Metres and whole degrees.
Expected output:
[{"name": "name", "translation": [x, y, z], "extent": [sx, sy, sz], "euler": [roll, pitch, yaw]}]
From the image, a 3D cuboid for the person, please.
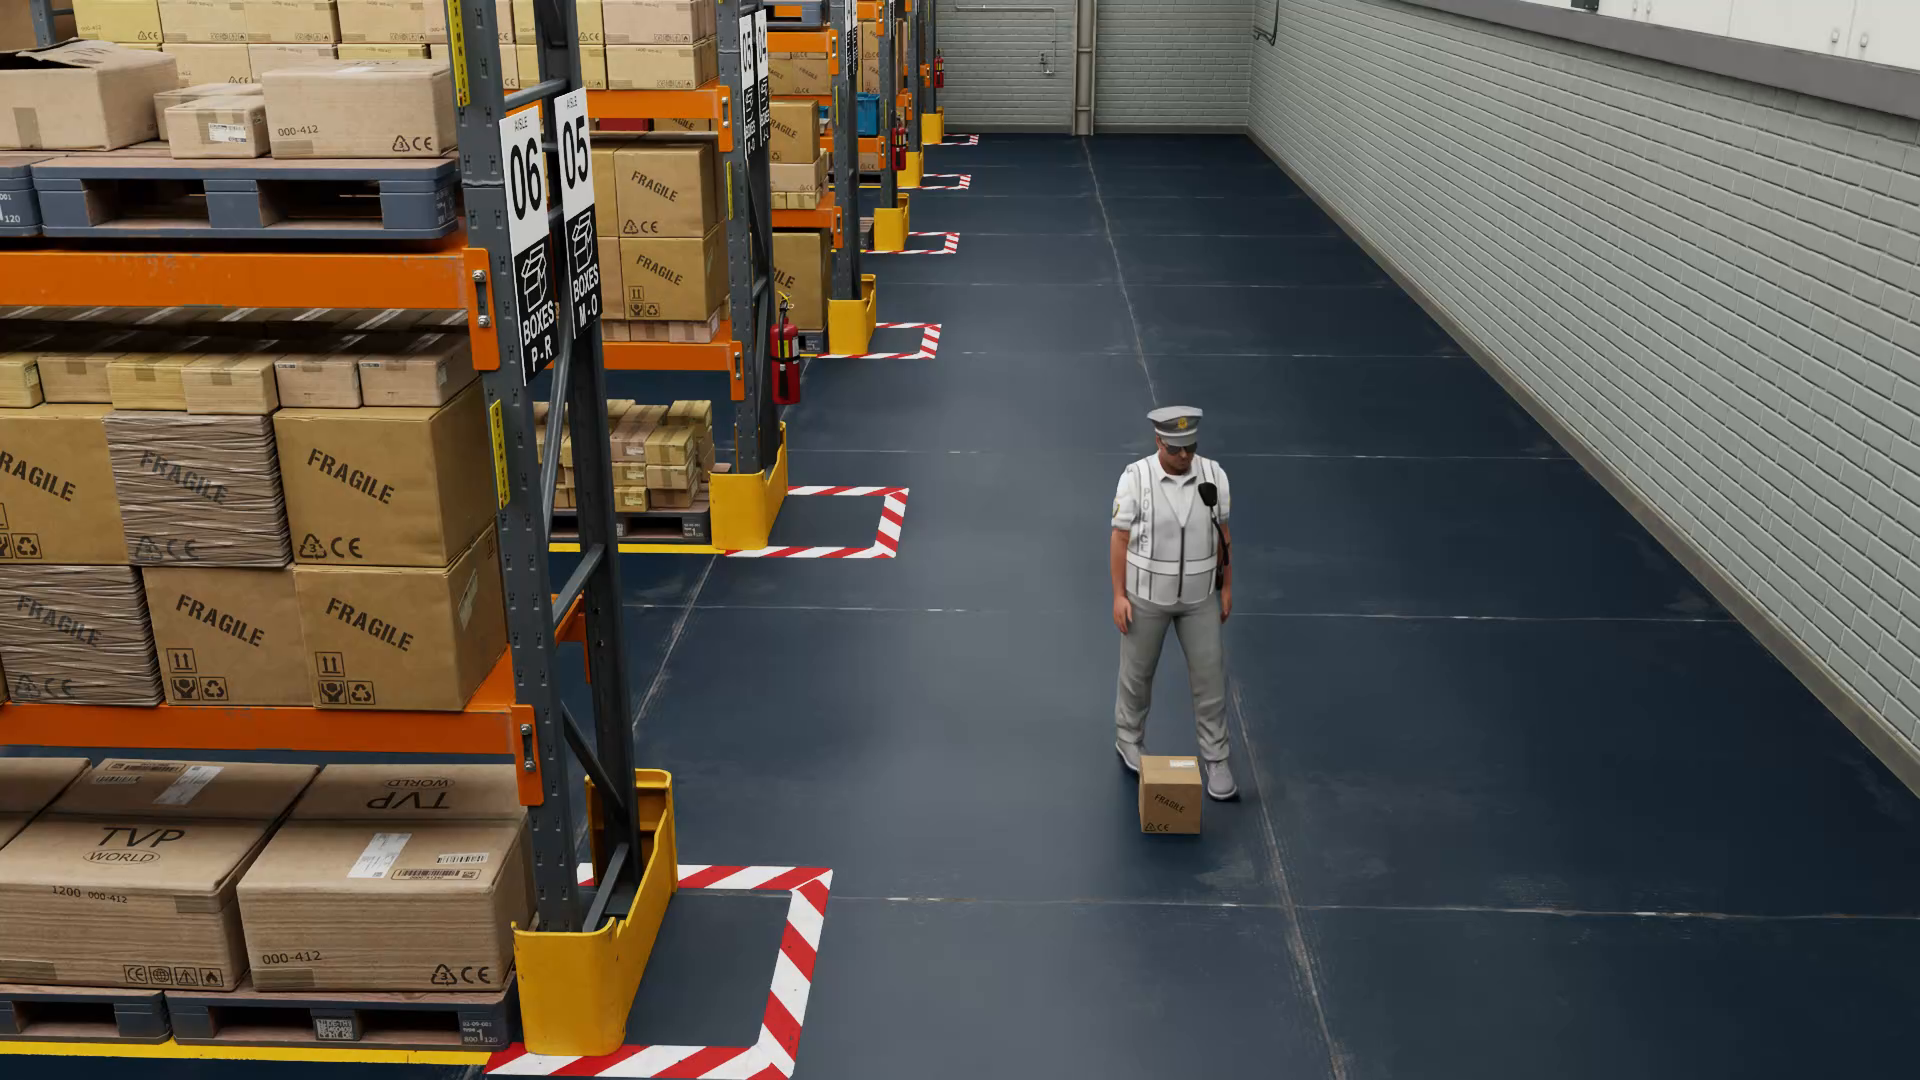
[{"name": "person", "translation": [0.971, 0.270, 7.427], "extent": [0.569, 1.742, 0.590], "euler": [-2, 21, -6]}]
